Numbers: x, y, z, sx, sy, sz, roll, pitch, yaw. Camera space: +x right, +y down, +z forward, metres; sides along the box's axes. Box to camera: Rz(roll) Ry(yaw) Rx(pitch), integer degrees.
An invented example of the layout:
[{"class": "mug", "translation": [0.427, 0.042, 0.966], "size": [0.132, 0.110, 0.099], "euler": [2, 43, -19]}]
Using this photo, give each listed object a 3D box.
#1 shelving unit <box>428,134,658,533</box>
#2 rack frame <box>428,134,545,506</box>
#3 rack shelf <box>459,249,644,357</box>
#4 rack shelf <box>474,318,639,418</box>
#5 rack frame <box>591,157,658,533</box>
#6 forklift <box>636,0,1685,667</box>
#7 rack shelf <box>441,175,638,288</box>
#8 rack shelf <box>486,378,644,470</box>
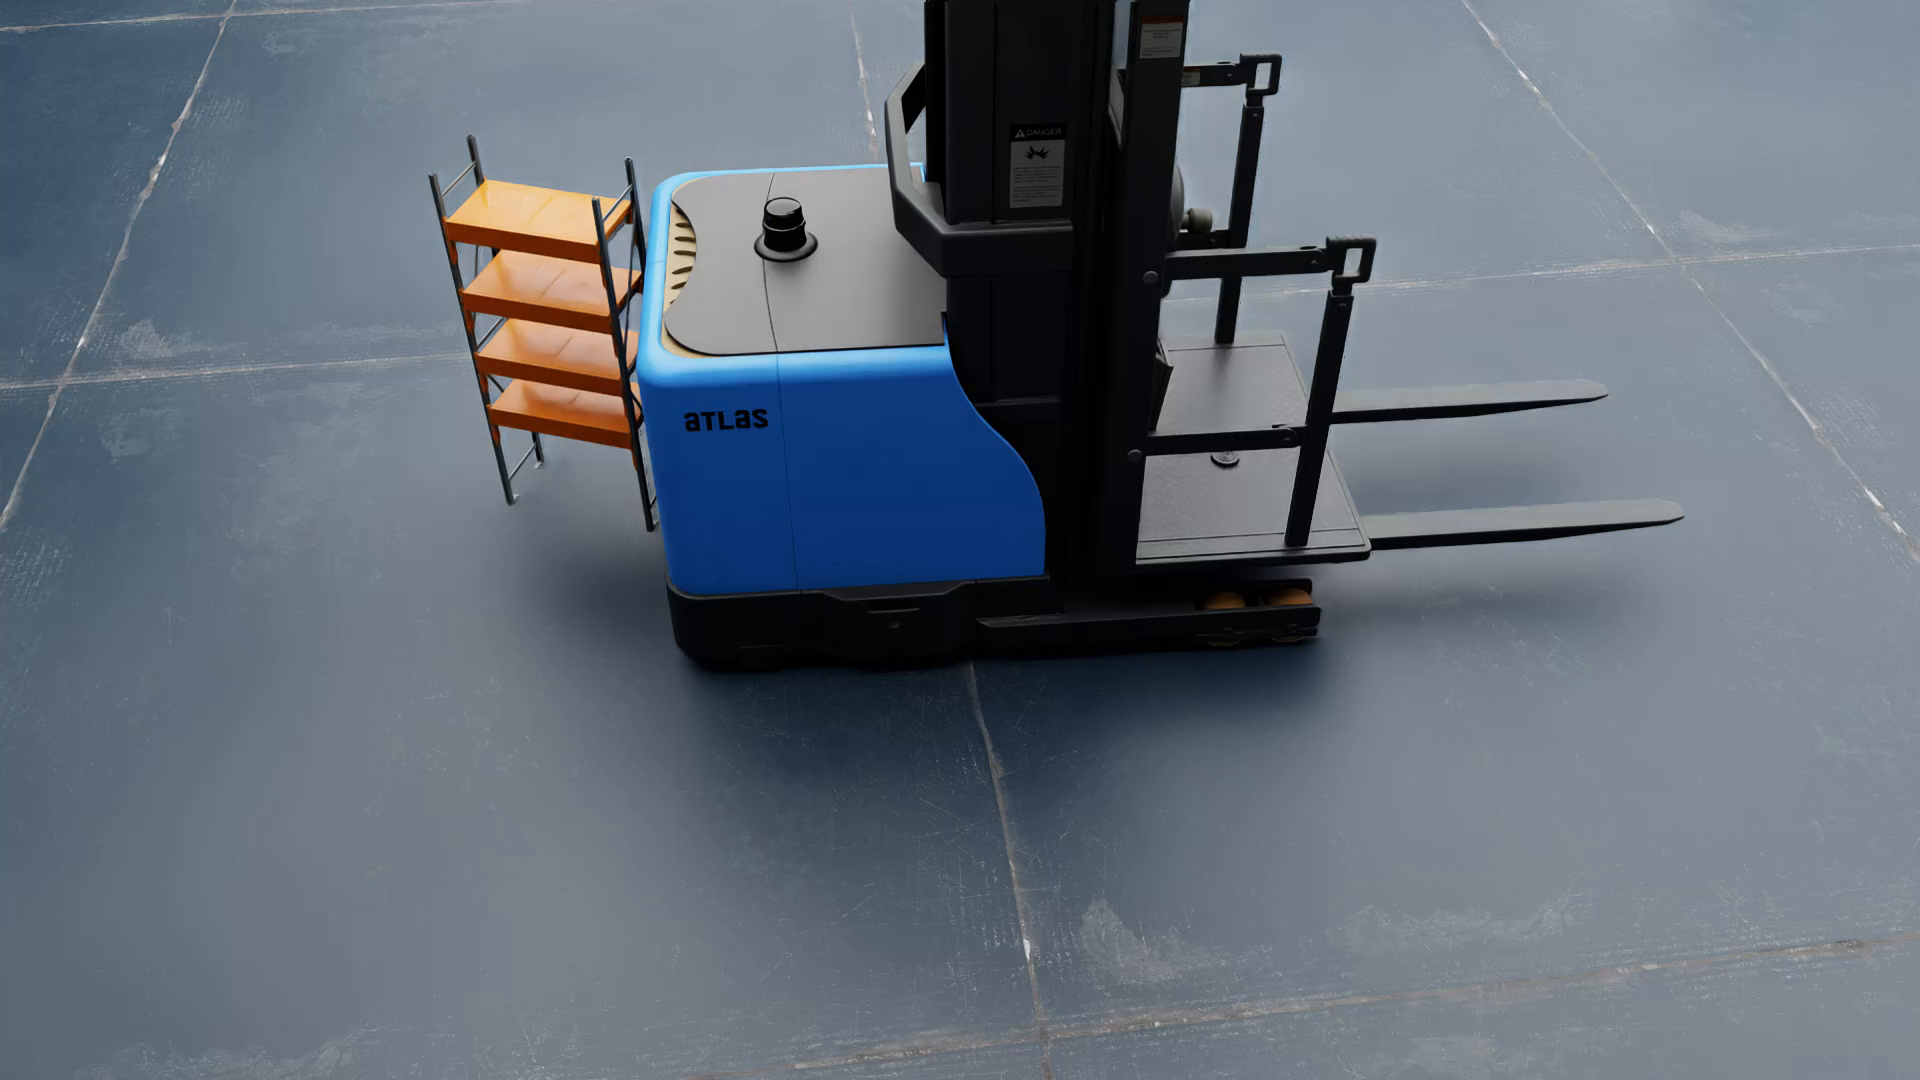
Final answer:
[{"class": "shelving unit", "translation": [-1.189, -0.591, 5.009], "size": [0.503, 1.200, 0.258], "euler": [11, 43, 12]}, {"class": "rack frame", "translation": [-1.424, -0.635, 5.058], "size": [0.015, 1.200, 0.240], "euler": [11, 43, 12]}, {"class": "rack shelf", "translation": [-1.189, -0.707, 4.904], "size": [0.480, 0.148, 0.258], "euler": [11, 43, 12]}, {"class": "rack shelf", "translation": [-1.189, -0.541, 5.054], "size": [0.480, 0.148, 0.258], "euler": [11, 43, 12]}, {"class": "rack frame", "translation": [-0.954, -0.546, 4.960], "size": [0.015, 1.200, 0.240], "euler": [11, 43, 12]}, {"class": "forklift", "translation": [0.642, -1.126, 4.310], "size": [3.031, 2.935, 1.130], "euler": [-3, 42, -4]}, {"class": "rack shelf", "translation": [-1.189, -0.882, 4.746], "size": [0.480, 0.148, 0.258], "euler": [11, 43, 12]}, {"class": "rack shelf", "translation": [-1.189, -0.393, 5.187], "size": [0.480, 0.148, 0.258], "euler": [11, 43, 12]}]
